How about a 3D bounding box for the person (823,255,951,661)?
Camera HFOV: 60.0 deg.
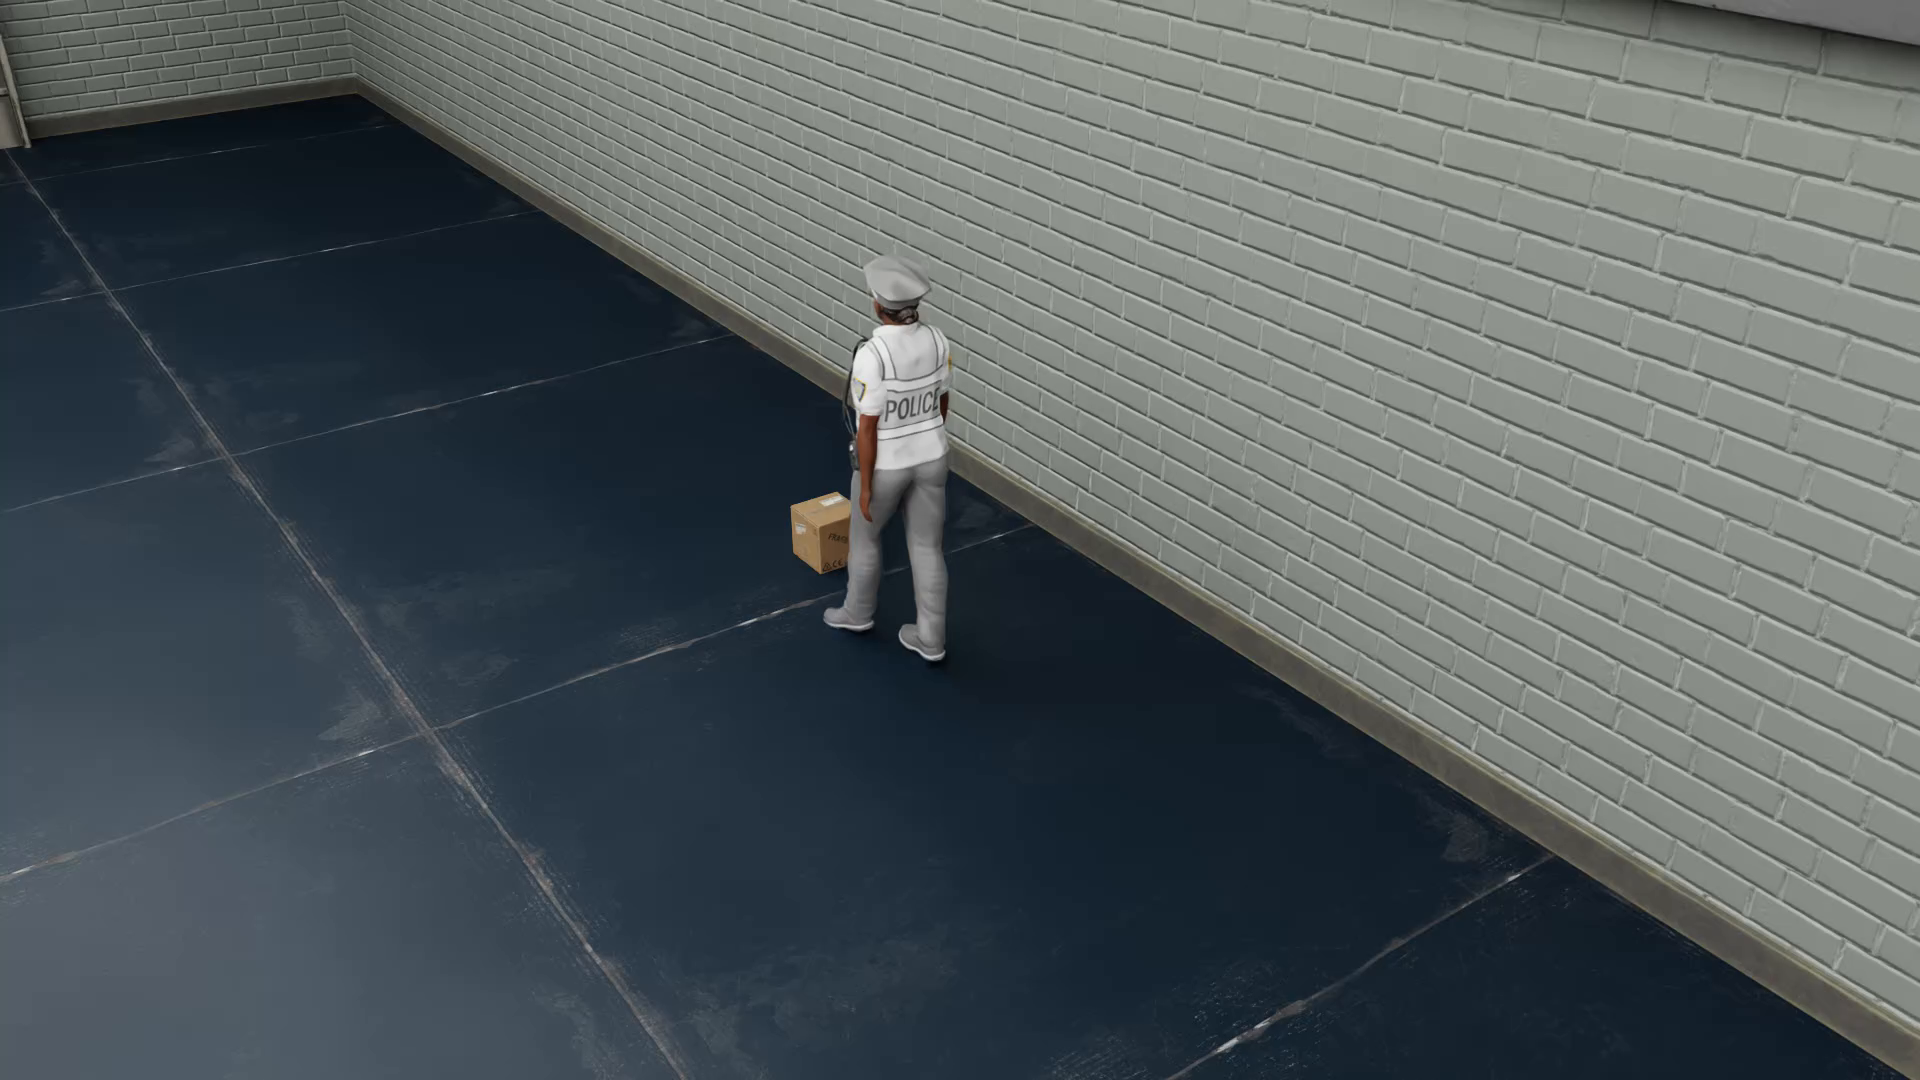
[{"bbox_3d":[-0.267,-0.329,6.699,0.463,1.708,0.637,-16,32,-26],"label":"person"}]
